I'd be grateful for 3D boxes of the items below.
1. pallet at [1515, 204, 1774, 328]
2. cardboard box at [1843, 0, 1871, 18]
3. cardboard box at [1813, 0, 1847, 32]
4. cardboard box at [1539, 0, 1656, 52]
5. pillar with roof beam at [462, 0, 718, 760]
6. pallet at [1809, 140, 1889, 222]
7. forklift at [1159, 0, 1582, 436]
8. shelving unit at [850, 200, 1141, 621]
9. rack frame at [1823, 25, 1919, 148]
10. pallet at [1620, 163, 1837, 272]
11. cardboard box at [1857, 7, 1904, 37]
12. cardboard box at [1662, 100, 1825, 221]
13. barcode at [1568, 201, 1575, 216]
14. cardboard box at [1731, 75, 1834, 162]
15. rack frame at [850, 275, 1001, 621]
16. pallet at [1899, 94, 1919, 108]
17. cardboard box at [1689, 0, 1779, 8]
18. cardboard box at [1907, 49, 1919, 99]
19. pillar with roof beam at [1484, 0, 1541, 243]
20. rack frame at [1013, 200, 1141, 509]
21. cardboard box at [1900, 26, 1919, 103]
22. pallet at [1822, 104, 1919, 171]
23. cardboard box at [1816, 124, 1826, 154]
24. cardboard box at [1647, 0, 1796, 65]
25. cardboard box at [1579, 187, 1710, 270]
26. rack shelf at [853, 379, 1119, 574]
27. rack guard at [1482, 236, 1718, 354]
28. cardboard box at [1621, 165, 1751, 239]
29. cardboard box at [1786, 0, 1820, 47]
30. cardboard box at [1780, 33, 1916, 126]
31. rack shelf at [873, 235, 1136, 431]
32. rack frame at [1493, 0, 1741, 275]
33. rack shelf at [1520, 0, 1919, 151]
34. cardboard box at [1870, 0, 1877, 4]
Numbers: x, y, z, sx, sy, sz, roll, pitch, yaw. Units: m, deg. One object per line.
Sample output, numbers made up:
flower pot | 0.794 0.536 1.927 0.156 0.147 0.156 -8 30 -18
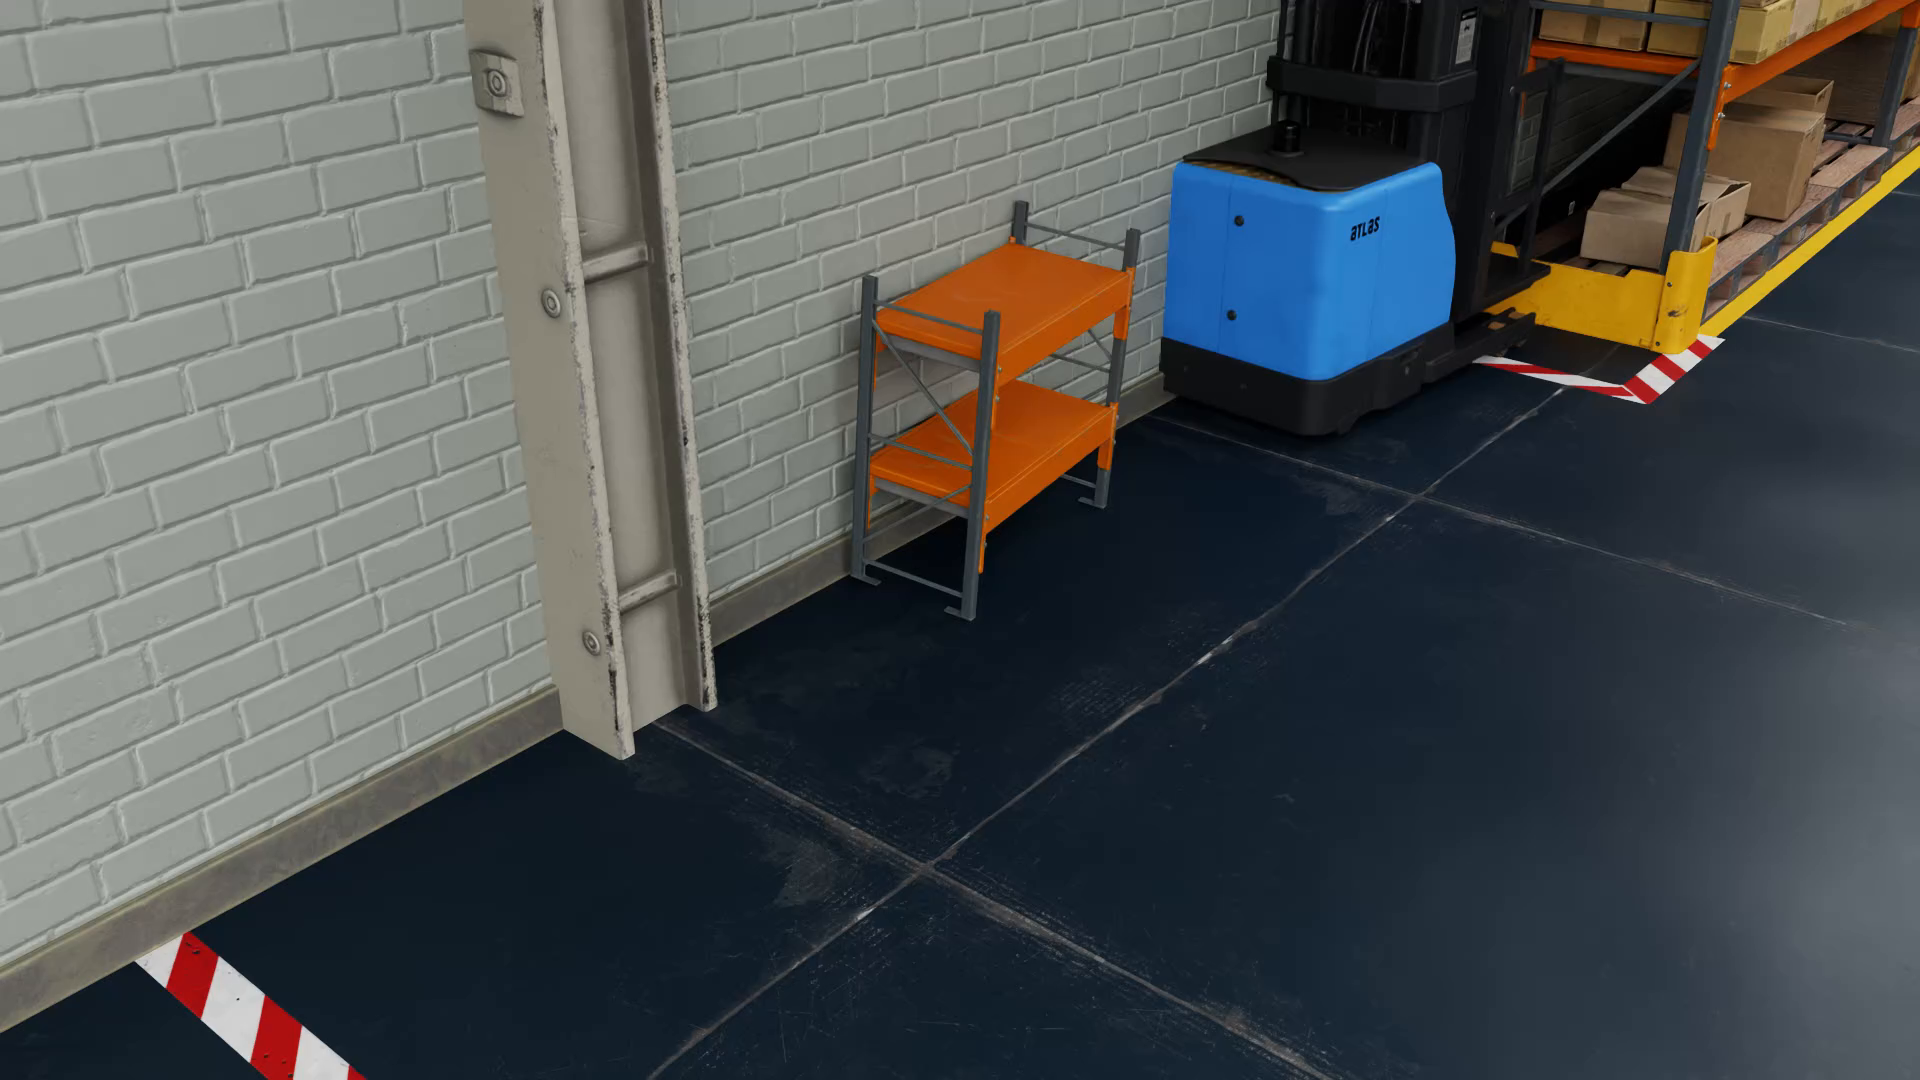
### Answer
pallet | 3.626 -1.480 8.881 1.003 0.211 1.213 21 34 34
cardboard box | 4.561 -2.982 8.891 0.500 0.250 0.500 21 34 35
cardboard box | 4.237 -2.803 8.546 0.500 0.250 0.500 20 34 34
cardboard box | 3.182 -2.578 8.111 0.500 0.250 0.500 21 34 35
pillar with roof beam | 2.317 -2.194 0.697 9.100 9.000 0.400 21 34 34
pallet | 5.178 -2.345 10.553 1.003 0.211 1.213 21 34 34
forklift | 2.141 -2.321 7.546 1.130 2.935 3.031 24 36 38
shelving unit | 0.129 -0.490 5.934 0.538 1.125 1.048 19 33 25
rack frame | 5.578 -3.832 10.393 1.000 3.000 0.127 21 34 34
pallet | 4.403 -1.911 9.713 1.003 0.211 1.213 21 34 34
cardboard box | 6.311 -3.673 11.511 0.500 0.250 0.500 20 33 33
cardboard box | 4.411 -2.166 9.413 0.700 0.500 0.500 18 33 31
barcode | 3.246 -1.761 8.828 0.001 0.075 0.075 21 34 34
cardboard box | 4.949 -2.537 10.132 0.500 0.500 0.500 18 32 31
rack frame | -0.131 -0.290 5.546 0.500 1.125 0.032 19 33 25
pallet | 6.848 -3.304 12.408 1.003 0.211 1.213 21 34 34
cardboard box | 3.570 -2.771 7.666 0.500 0.500 0.500 21 34 34
cardboard box | 6.679 -3.550 12.089 0.700 0.500 0.500 21 34 35
pillar with roof beam | 6.134 -4.321 4.809 9.100 9.000 0.400 21 34 34
rack frame | 0.389 -0.690 6.322 0.500 1.125 0.032 19 33 25
cardboard box | 6.324 -3.381 11.762 0.700 0.500 0.500 20 33 33
pallet | 6.072 -2.870 11.568 1.003 0.211 1.213 21 34 34
cardboard box | 5.261 -2.571 10.559 0.380 0.166 0.250 16 31 28
cardboard box | 3.589 -2.436 7.836 0.500 0.250 0.500 20 33 33
cardboard box | 3.544 -1.634 8.591 0.500 0.311 0.500 17 32 29
rack shelf | 0.113 -0.278 6.054 0.538 0.278 1.000 19 33 25
rack guard | 3.082 -1.330 8.278 1.175 0.500 0.348 21 34 34
cardboard box | 3.906 -1.836 8.982 0.500 0.311 0.500 24 36 38
cardboard box | 3.909 -2.625 8.200 0.500 0.250 0.500 20 33 33
cardboard box | 6.034 -3.183 11.380 0.700 0.500 0.500 22 35 36
rack shelf | 0.148 -0.744 5.790 0.538 0.278 1.000 19 33 25
rack frame | 3.034 -2.414 7.651 1.000 3.000 0.127 21 34 34
rack shelf | 4.306 -2.803 9.187 1.077 0.370 4.000 21 34 34
cardboard box | 4.880 -3.161 9.237 0.500 0.250 0.500 21 34 34
